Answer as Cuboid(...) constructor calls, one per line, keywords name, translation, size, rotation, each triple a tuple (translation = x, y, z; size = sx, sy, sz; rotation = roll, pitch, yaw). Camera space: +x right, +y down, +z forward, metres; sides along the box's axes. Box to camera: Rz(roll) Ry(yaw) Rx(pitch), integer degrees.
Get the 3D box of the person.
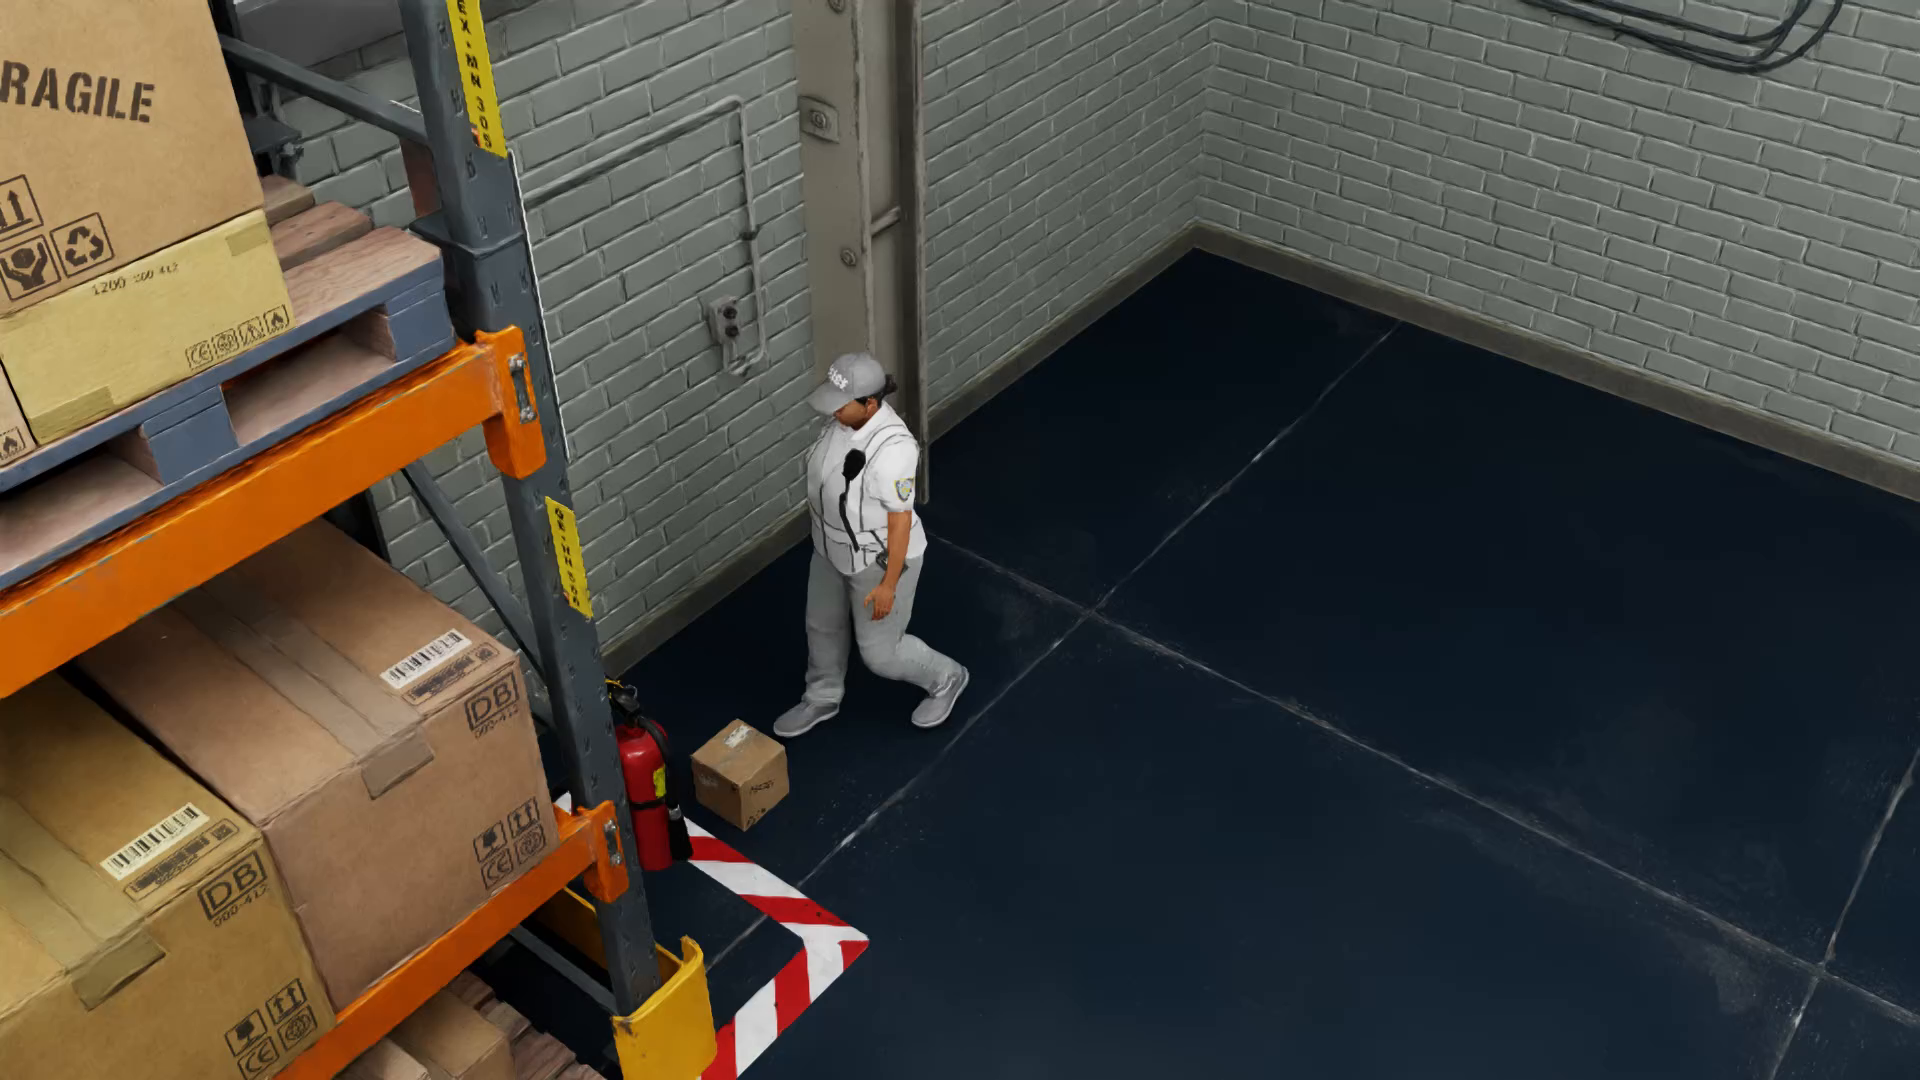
Cuboid(name="person", translation=(-0.367, 0.051, 6.068), size=(0.736, 1.649, 0.506), rotation=(-24, 45, -27))
